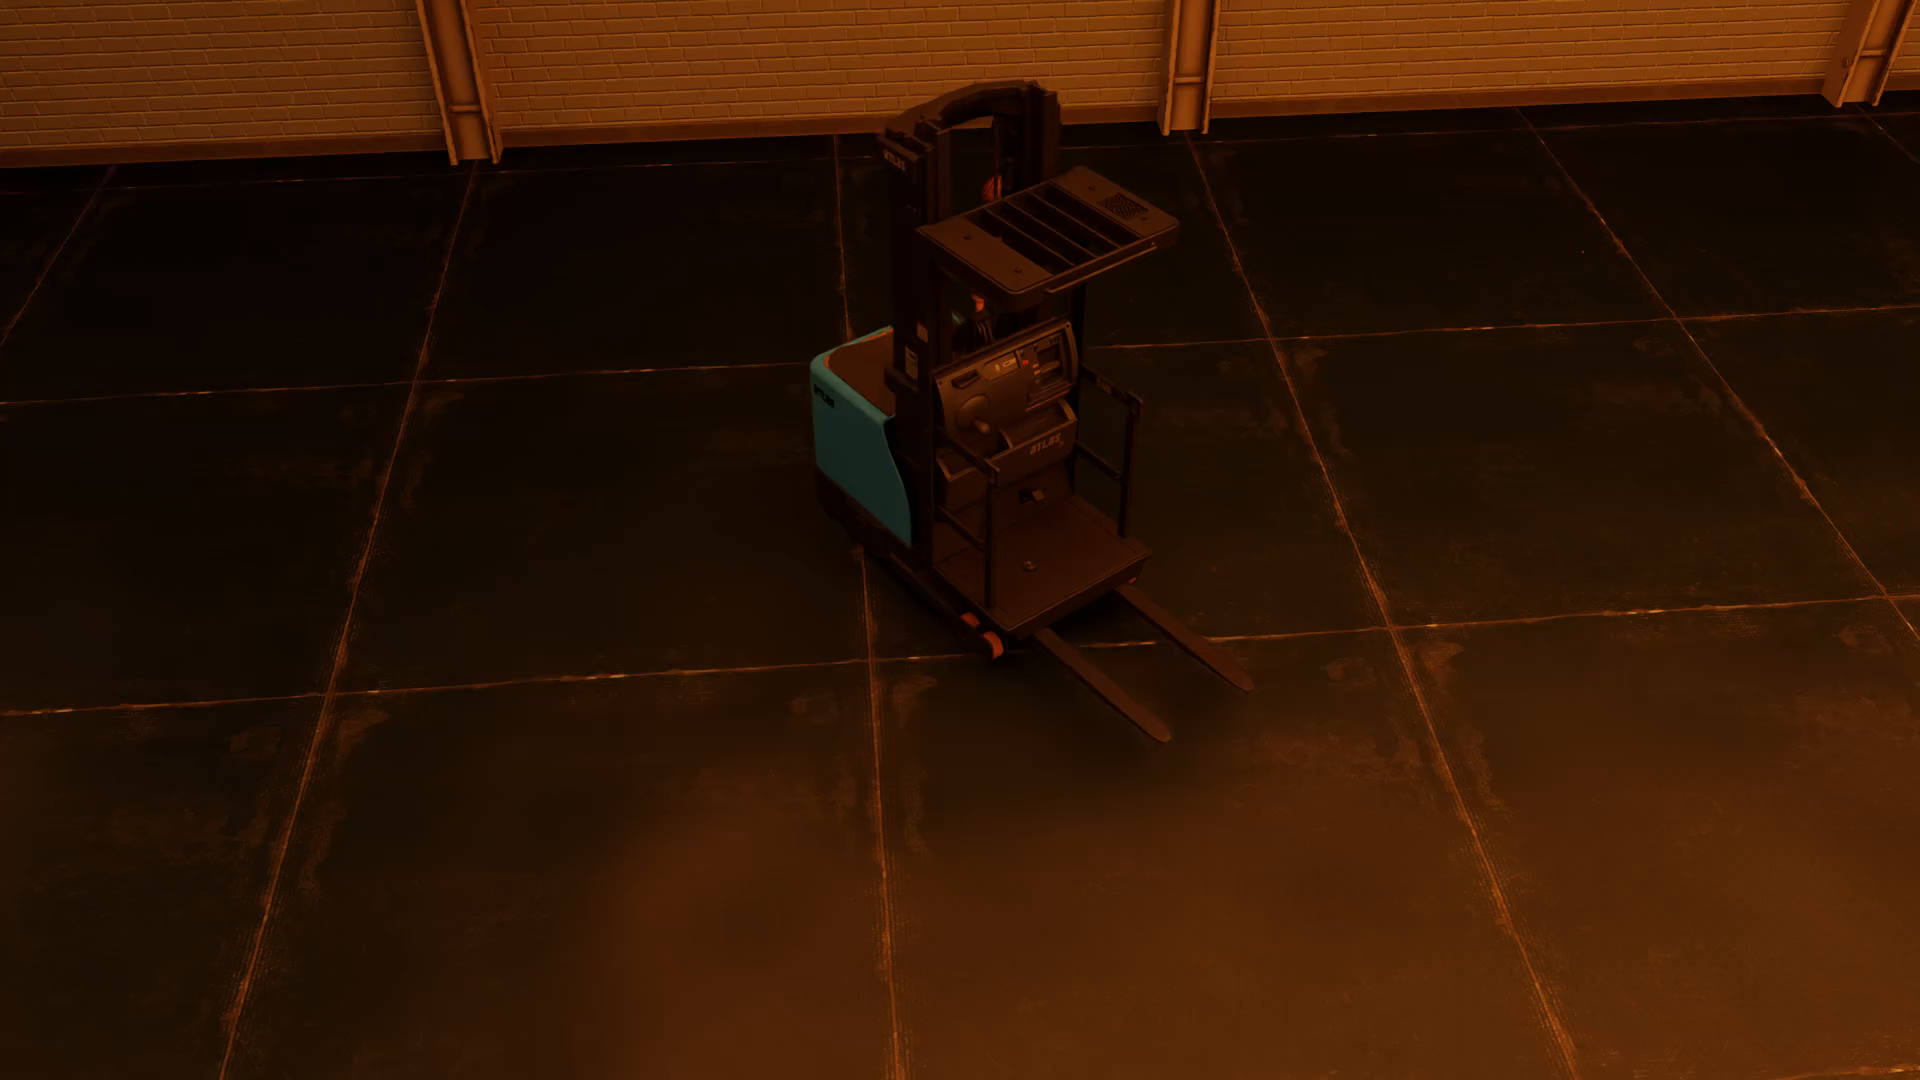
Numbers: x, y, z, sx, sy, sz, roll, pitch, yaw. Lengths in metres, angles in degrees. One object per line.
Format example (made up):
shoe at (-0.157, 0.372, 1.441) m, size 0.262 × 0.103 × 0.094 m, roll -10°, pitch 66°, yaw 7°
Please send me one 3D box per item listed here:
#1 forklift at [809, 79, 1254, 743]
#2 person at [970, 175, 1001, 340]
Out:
forklift at (0.392, -0.803, 8.876) m, size 1.130 × 2.935 × 3.031 m, roll -27°, pitch 47°, yaw -28°
person at (0.151, -1.658, 10.953) m, size 0.410 × 1.535 × 0.734 m, roll 4°, pitch 41°, yaw 5°
